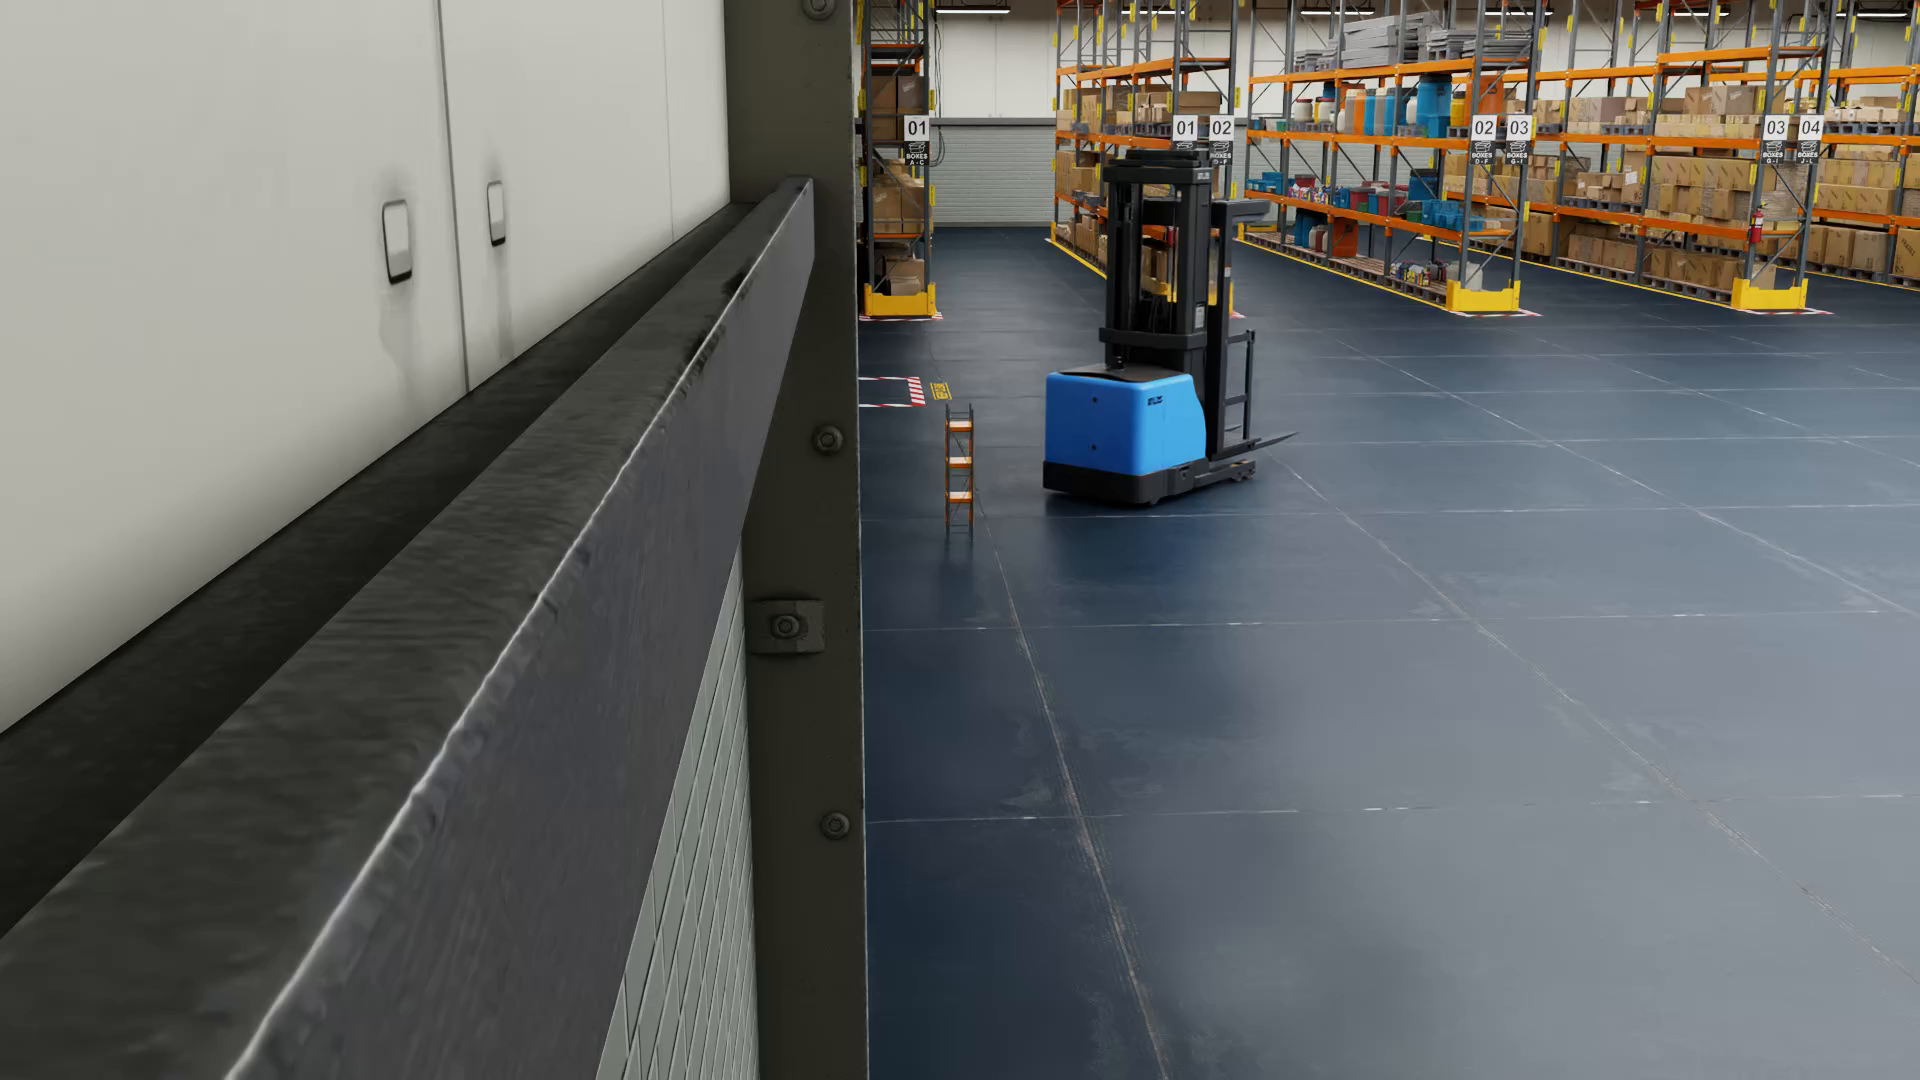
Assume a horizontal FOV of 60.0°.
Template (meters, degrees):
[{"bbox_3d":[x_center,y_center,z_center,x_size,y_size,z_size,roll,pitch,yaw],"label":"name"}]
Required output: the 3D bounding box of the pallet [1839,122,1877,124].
[{"bbox_3d":[22.868,-10.463,41.832,1.003,0.211,1.213,-1,14,-3],"label":"pallet"}]

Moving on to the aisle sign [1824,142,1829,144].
[{"bbox_3d":[23.038,-10.824,43.858,0.394,0.787,0.004,-1,14,-3],"label":"aisle sign"}]

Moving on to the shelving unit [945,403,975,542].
[{"bbox_3d":[-0.003,-0.522,12.947,0.215,1.050,0.252,-1,14,-3],"label":"shelving unit"}]

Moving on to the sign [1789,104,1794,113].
[{"bbox_3d":[17.753,-9.146,35.497,0.100,0.325,0.005,-1,14,-3],"label":"sign"}]

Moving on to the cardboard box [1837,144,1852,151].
[{"bbox_3d":[22.544,-9.974,42.261,0.380,0.149,0.250,-1,14,-3],"label":"cardboard box"}]

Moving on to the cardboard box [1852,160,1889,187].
[{"bbox_3d":[18.441,-7.366,33.428,0.700,0.500,0.500,-1,14,-3],"label":"cardboard box"}]

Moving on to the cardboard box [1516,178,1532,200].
[{"bbox_3d":[12.969,-7.947,37.692,0.500,0.500,0.500,-1,14,-2],"label":"cardboard box"}]

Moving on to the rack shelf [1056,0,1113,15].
[{"bbox_3d":[3.078,-12.906,39.903,1.077,0.370,4.000,-1,14,-3],"label":"rack shelf"}]

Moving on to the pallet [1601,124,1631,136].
[{"bbox_3d":[13.586,-8.180,33.155,1.213,0.211,1.003,-1,14,-3],"label":"pallet"}]

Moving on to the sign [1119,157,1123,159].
[{"bbox_3d":[3.756,-8.813,38.934,0.100,0.325,0.005,-1,14,-3],"label":"sign"}]

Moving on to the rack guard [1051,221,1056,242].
[{"bbox_3d":[2.959,-8.008,43.146,1.175,0.500,0.348,-1,14,-3],"label":"rack guard"}]

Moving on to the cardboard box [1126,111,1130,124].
[{"bbox_3d":[3.609,-8.447,33.273,0.500,0.250,0.500,-1,14,-5],"label":"cardboard box"}]

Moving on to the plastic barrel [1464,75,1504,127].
[{"bbox_3d":[8.733,-7.317,27.719,0.600,0.830,0.708,-1,14,-3],"label":"plastic barrel"}]

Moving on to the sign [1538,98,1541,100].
[{"bbox_3d":[13.631,-10.261,39.197,0.100,0.325,0.005,-1,14,-3],"label":"sign"}]

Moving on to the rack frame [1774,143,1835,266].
[{"bbox_3d":[18.294,-7.451,35.966,1.000,3.000,0.127,-1,14,-3],"label":"rack frame"}]

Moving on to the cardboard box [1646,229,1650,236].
[{"bbox_3d":[17.578,-7.812,42.248,0.380,0.149,0.250,-2,15,-6],"label":"cardboard box"}]

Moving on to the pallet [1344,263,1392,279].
[{"bbox_3d":[8.476,-5.477,33.889,1.003,0.211,1.213,-1,14,-3],"label":"pallet"}]

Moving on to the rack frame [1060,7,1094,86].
[{"bbox_3d":[2.951,-12.143,42.160,0.949,2.616,0.053,-1,14,-3],"label":"rack frame"}]

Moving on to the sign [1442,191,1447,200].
[{"bbox_3d":[9.192,-6.468,31.590,0.100,0.325,0.005,-1,14,-3],"label":"sign"}]

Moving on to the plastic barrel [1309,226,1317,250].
[{"bbox_3d":[8.153,-6.863,37.830,0.421,0.512,0.421,0,14,0],"label":"plastic barrel"}]

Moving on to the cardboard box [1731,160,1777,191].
[{"bbox_3d":[13.553,-6.220,28.376,0.500,0.500,0.500,-1,14,-3],"label":"cardboard box"}]

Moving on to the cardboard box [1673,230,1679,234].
[{"bbox_3d":[17.681,-7.553,40.644,0.380,0.149,0.250,-2,15,-6],"label":"cardboard box"}]

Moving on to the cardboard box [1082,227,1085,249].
[{"bbox_3d":[3.057,-6.864,37.818,0.500,0.500,0.500,-1,14,-3],"label":"cardboard box"}]

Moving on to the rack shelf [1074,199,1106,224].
[{"bbox_3d":[3.326,-7.397,37.198,1.077,0.370,4.000,-1,14,-3],"label":"rack shelf"}]

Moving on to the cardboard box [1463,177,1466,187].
[{"bbox_3d":[12.734,-8.827,41.018,0.500,0.250,0.500,-1,14,-2],"label":"cardboard box"}]

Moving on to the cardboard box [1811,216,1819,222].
[{"bbox_3d":[22.874,-8.342,43.728,0.875,0.438,0.875,-1,14,-5],"label":"cardboard box"}]

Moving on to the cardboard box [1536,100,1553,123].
[{"bbox_3d":[13.087,-9.468,36.742,0.500,0.500,0.500,0,14,0],"label":"cardboard box"}]

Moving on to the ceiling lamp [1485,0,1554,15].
[{"bbox_3d":[15.206,-15.828,44.770,2.000,3.185,0.800,-1,14,-3],"label":"ceiling lamp"}]

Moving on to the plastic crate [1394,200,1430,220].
[{"bbox_3d":[8.548,-6.166,31.097,0.767,0.338,0.504,-1,14,-3],"label":"plastic crate"}]

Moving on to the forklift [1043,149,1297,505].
[{"bbox_3d":[2.056,-2.016,14.979,1.130,2.935,3.031,12,19,38],"label":"forklift"}]

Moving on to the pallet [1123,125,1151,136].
[{"bbox_3d":[3.630,-7.832,31.811,0.805,0.209,1.217,-1,15,-6],"label":"pallet"}]

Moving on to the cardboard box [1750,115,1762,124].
[{"bbox_3d":[13.505,-7.047,27.878,0.380,0.149,0.250,-1,14,-3],"label":"cardboard box"}]

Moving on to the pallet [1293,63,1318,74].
[{"bbox_3d":[8.228,-10.733,37.863,1.003,0.211,1.213,-1,14,-3],"label":"pallet"}]

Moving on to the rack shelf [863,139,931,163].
[{"bbox_3d":[-1.122,-6.782,28.791,1.077,0.370,4.000,-1,14,-3],"label":"rack shelf"}]

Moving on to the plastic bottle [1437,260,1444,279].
[{"bbox_3d":[8.981,-5.055,31.087,0.144,0.351,0.185,-2,15,-6],"label":"plastic bottle"}]

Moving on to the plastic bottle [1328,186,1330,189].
[{"bbox_3d":[8.541,-8.025,38.294,0.144,0.351,0.185,-1,14,-3],"label":"plastic bottle"}]

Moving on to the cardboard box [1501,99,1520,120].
[{"bbox_3d":[12.981,-10.341,39.934,0.700,0.500,0.500,-2,15,-7],"label":"cardboard box"}]

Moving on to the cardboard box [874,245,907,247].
[{"bbox_3d":[-1.390,-5.488,32.472,0.700,0.500,0.500,-1,14,-5],"label":"cardboard box"}]

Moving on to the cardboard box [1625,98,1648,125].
[{"bbox_3d":[13.596,-8.464,32.832,0.797,0.503,0.637,0,14,-1],"label":"cardboard box"}]

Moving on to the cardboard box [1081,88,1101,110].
[{"bbox_3d":[3.134,-10.348,38.999,0.700,0.500,0.500,-1,14,-3],"label":"cardboard box"}]

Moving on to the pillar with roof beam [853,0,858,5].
[{"bbox_3d":[1.277,-12.790,44.676,9.100,9.000,0.548,-1,14,-3],"label":"pillar with roof beam"}]

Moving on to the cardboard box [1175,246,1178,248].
[{"bbox_3d":[4.058,-4.878,29.137,0.500,0.500,0.500,-1,14,-3],"label":"cardboard box"}]

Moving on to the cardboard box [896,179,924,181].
[{"bbox_3d":[-0.908,-6.363,30.492,0.500,0.500,0.500,-1,14,-4],"label":"cardboard box"}]

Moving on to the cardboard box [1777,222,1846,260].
[{"bbox_3d":[18.242,-6.412,35.600,1.050,0.750,0.750,-1,14,-4],"label":"cardboard box"}]

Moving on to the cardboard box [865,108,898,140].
[{"bbox_3d":[-1.277,-6.791,27.141,0.500,0.500,0.500,0,14,1],"label":"cardboard box"}]

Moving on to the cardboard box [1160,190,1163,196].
[{"bbox_3d":[3.668,-5.969,28.704,0.380,0.149,0.250,0,14,-2],"label":"cardboard box"}]

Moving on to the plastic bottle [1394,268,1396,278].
[{"bbox_3d":[8.237,-5.050,31.365,0.097,0.201,0.097,0,14,0],"label":"plastic bottle"}]

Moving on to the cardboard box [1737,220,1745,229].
[{"bbox_3d":[13.595,-5.418,28.569,0.380,0.149,0.250,-1,14,-3],"label":"cardboard box"}]

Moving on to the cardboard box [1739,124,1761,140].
[{"bbox_3d":[13.550,-6.906,28.129,0.500,0.250,0.500,-1,14,-2],"label":"cardboard box"}]

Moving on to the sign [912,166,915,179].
[{"bbox_3d":[-0.953,-7.703,34.782,0.100,0.325,0.005,-1,14,-3],"label":"sign"}]

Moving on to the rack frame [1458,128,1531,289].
[{"bbox_3d":[8.890,-5.334,27.736,1.000,3.000,0.127,-1,14,-3],"label":"rack frame"}]

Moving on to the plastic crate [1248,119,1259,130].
[{"bbox_3d":[7.644,-10.602,42.455,0.497,0.269,0.590,-1,14,-3],"label":"plastic crate"}]
